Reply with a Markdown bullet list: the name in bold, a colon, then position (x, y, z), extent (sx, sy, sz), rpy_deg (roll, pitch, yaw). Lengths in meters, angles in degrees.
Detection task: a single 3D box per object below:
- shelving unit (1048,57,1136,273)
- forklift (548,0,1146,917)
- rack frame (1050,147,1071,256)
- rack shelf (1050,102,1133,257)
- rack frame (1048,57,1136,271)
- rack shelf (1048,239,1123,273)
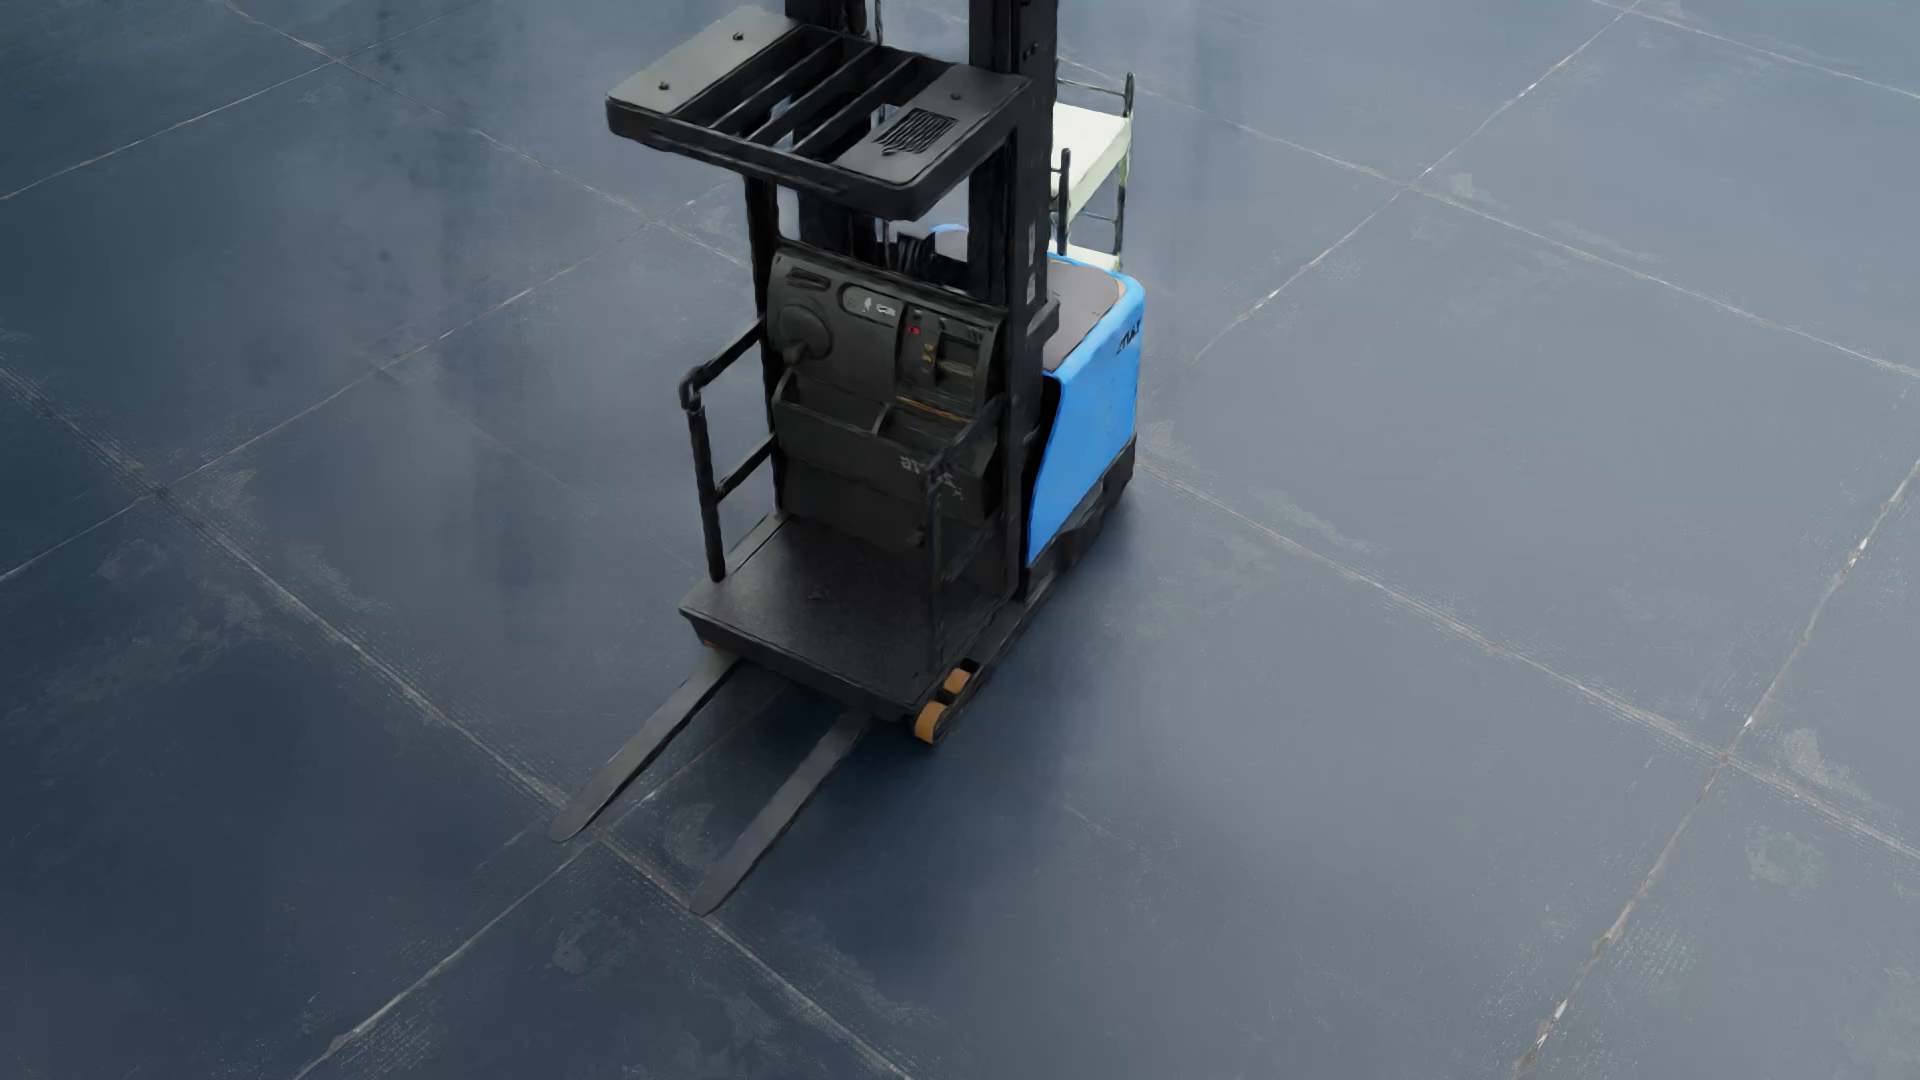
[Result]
- **shelving unit**: position (0.424, -1.309, 7.575), extent (0.431, 1.500, 0.755), rpy_deg (18, 45, 19)
- **forklift**: position (-0.392, -0.658, 5.795), extent (1.130, 2.935, 3.031), rpy_deg (21, 46, 22)
- **rack frame**: position (0.266, -1.087, 7.331), extent (0.400, 1.500, 0.023), rpy_deg (18, 45, 19)
- **rack shelf**: position (0.424, -1.598, 7.313), extent (0.431, 0.370, 0.720), rpy_deg (18, 45, 19)
- **rack frame**: position (0.582, -1.532, 7.820), extent (0.400, 1.500, 0.023), rpy_deg (18, 45, 19)
- **rack shelf**: position (0.424, -1.068, 7.795), extent (0.431, 0.370, 0.720), rpy_deg (18, 45, 19)
